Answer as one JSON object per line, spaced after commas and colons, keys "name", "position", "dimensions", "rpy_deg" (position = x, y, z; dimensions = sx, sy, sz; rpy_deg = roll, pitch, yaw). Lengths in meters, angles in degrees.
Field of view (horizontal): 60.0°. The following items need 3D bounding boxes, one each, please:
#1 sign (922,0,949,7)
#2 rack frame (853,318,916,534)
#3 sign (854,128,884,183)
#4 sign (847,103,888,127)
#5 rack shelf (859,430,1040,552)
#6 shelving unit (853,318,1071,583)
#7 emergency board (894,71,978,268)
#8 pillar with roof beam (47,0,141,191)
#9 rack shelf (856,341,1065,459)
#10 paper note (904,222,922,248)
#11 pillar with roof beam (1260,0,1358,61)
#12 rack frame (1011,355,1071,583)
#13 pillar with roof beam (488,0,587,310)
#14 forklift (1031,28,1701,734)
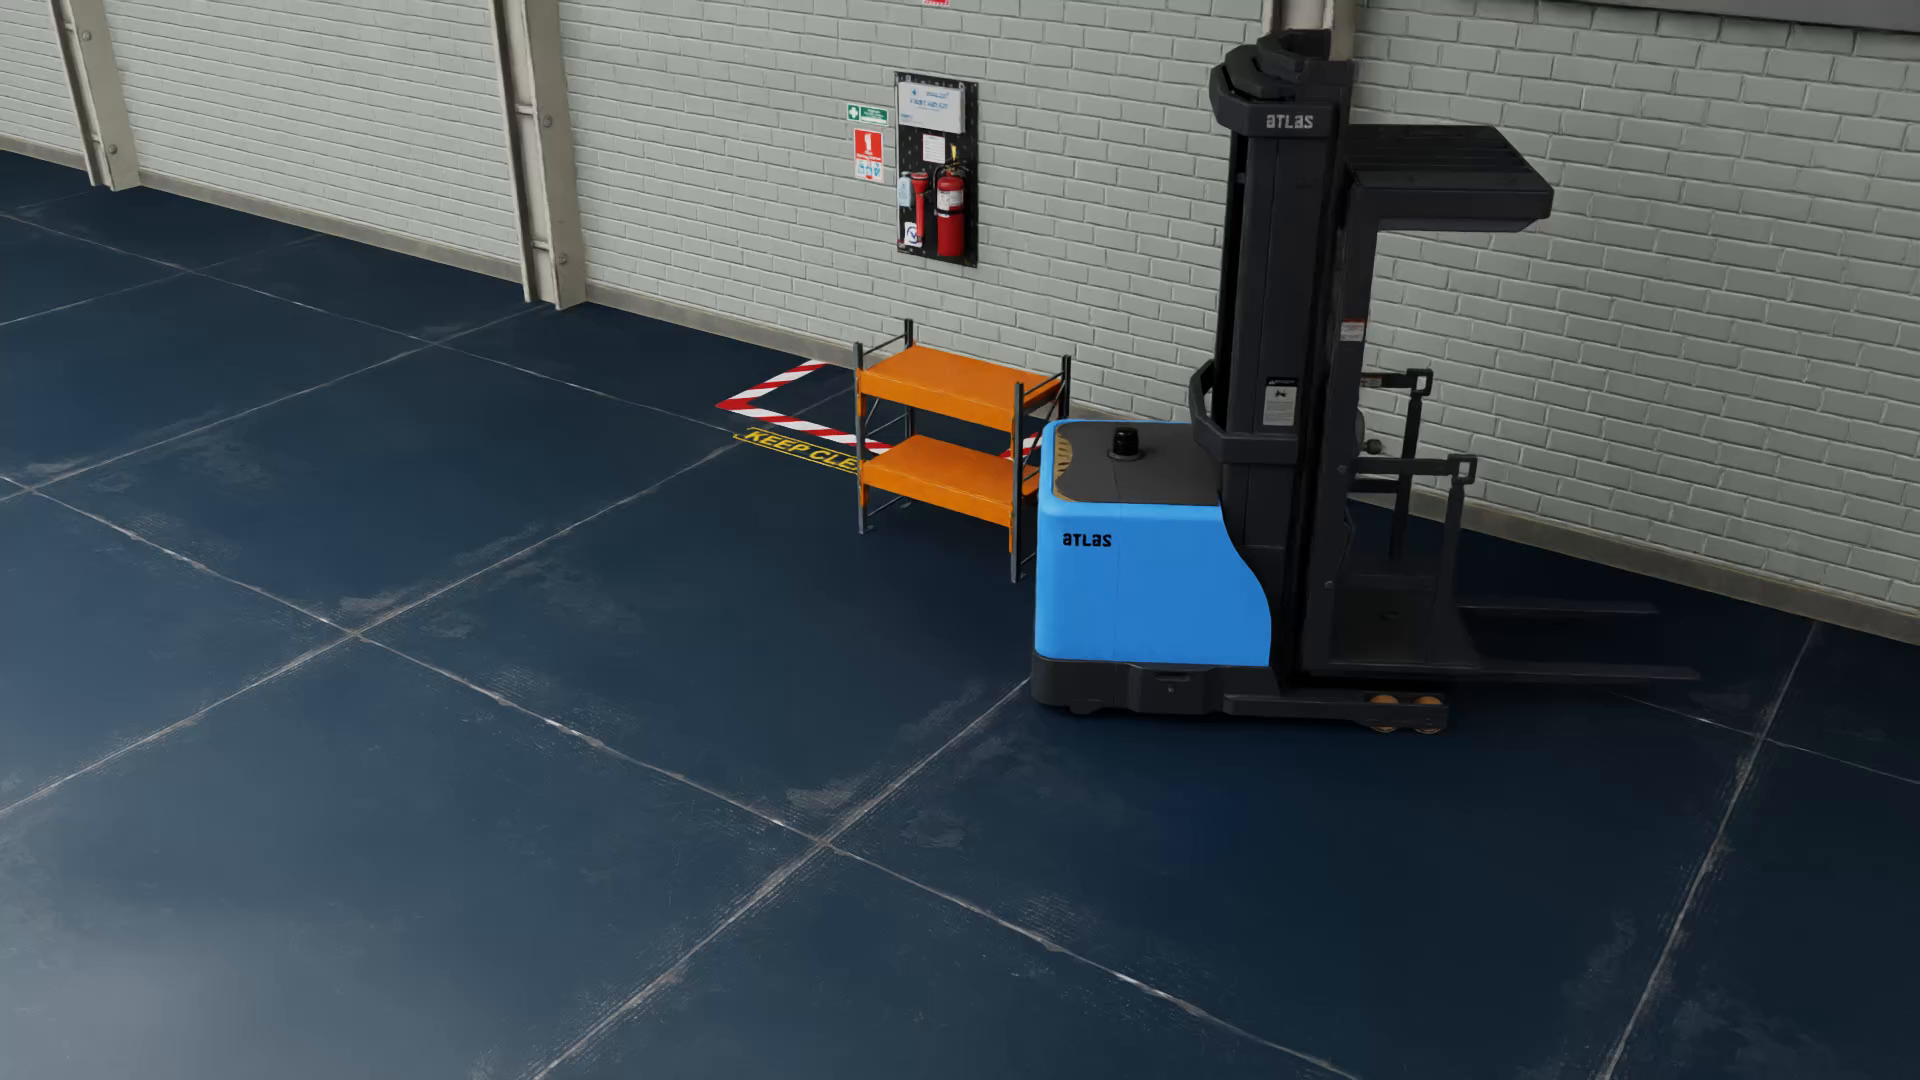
{"name": "sign", "position": [-0.147, -3.379, 10.027], "dimensions": [0.199, 0.298, 0.001], "rpy_deg": [17, 32, 30]}
{"name": "rack frame", "position": [-0.413, -0.630, 9.248], "dimensions": [0.032, 1.125, 0.500], "rpy_deg": [17, 32, 30]}
{"name": "sign", "position": [-0.595, -2.503, 10.823], "dimensions": [0.234, 0.329, 0.001], "rpy_deg": [17, 32, 30]}
{"name": "sign", "position": [-0.596, -2.735, 10.693], "dimensions": [0.331, 0.109, 0.001], "rpy_deg": [17, 32, 30]}
{"name": "rack shelf", "position": [0.006, -0.282, 9.102], "dimensions": [1.000, 0.278, 0.538], "rpy_deg": [17, 32, 30]}
{"name": "shelving unit", "position": [0.006, -0.500, 8.991], "dimensions": [1.048, 1.125, 0.538], "rpy_deg": [17, 32, 30]}
{"name": "emergency board", "position": [-0.197, -2.307, 10.476], "dimensions": [0.643, 1.169, 0.194], "rpy_deg": [17, 32, 30]}
{"name": "pillar with roof beam", "position": [-10.511, -5.804, 10.733], "dimensions": [0.400, 9.000, 9.100], "rpy_deg": [17, 32, 30]}
{"name": "rack shelf", "position": [0.006, -0.760, 8.859], "dimensions": [1.000, 0.278, 0.538], "rpy_deg": [17, 32, 30]}
{"name": "paper note", "position": [-0.304, -1.986, 10.816], "dimensions": [0.142, 0.148, 0.016], "rpy_deg": [17, 32, 30]}
{"name": "pillar with roof beam", "position": [-0.619, -2.722, 4.678], "dimensions": [0.400, 9.000, 9.100], "rpy_deg": [17, 32, 30]}
{"name": "rack frame", "position": [0.425, -0.369, 8.735], "dimensions": [0.032, 1.125, 0.500], "rpy_deg": [17, 32, 30]}
{"name": "pillar with roof beam", "position": [-5.565, -4.263, 7.705], "dimensions": [0.400, 9.000, 9.100], "rpy_deg": [17, 32, 30]}
{"name": "forklift", "position": [1.868, -0.679, 7.353], "dimensions": [3.031, 2.935, 1.130], "rpy_deg": [2, 27, 3]}
